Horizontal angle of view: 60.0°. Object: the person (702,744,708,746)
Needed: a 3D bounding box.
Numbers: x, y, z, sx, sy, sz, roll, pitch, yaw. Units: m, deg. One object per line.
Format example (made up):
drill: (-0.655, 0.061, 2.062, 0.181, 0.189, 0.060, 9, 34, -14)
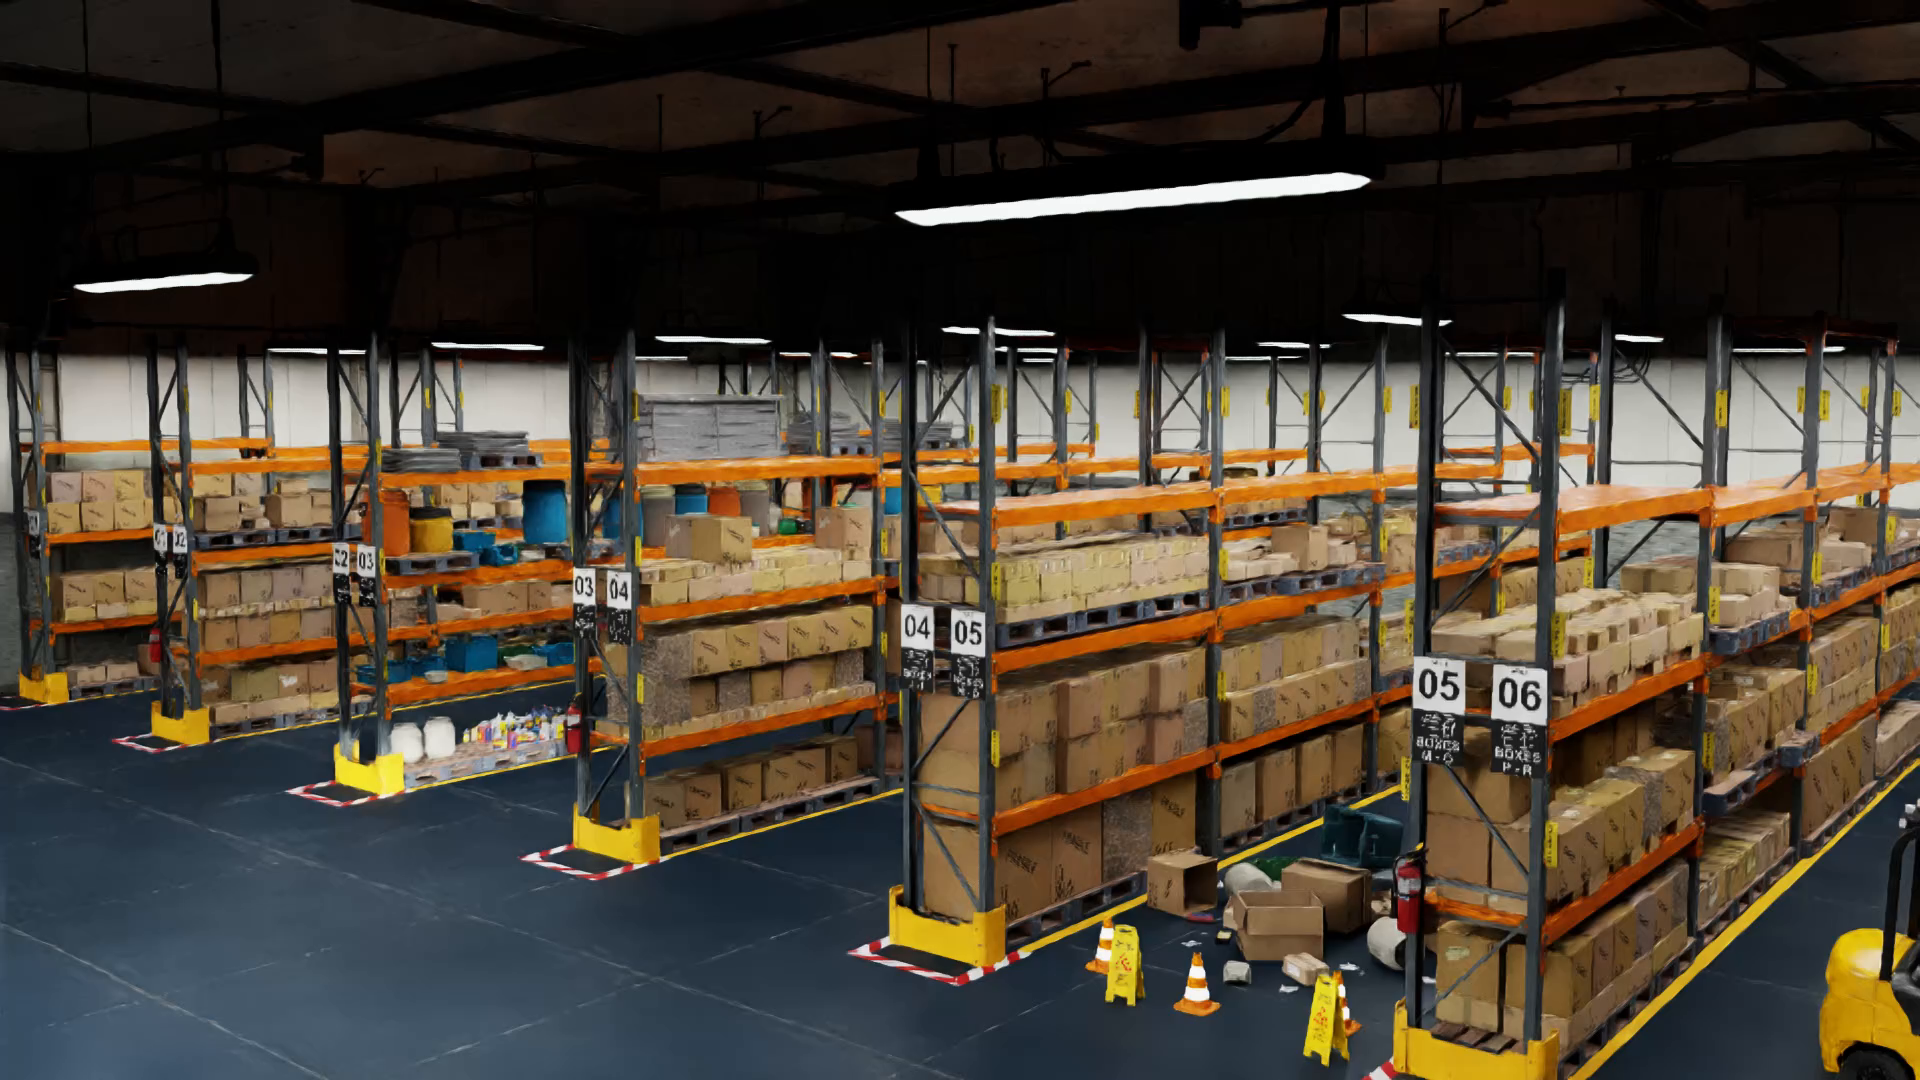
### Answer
person: (-3.820, 2.177, 24.249, 0.621, 1.613, 0.786, 2, 5, 18)
